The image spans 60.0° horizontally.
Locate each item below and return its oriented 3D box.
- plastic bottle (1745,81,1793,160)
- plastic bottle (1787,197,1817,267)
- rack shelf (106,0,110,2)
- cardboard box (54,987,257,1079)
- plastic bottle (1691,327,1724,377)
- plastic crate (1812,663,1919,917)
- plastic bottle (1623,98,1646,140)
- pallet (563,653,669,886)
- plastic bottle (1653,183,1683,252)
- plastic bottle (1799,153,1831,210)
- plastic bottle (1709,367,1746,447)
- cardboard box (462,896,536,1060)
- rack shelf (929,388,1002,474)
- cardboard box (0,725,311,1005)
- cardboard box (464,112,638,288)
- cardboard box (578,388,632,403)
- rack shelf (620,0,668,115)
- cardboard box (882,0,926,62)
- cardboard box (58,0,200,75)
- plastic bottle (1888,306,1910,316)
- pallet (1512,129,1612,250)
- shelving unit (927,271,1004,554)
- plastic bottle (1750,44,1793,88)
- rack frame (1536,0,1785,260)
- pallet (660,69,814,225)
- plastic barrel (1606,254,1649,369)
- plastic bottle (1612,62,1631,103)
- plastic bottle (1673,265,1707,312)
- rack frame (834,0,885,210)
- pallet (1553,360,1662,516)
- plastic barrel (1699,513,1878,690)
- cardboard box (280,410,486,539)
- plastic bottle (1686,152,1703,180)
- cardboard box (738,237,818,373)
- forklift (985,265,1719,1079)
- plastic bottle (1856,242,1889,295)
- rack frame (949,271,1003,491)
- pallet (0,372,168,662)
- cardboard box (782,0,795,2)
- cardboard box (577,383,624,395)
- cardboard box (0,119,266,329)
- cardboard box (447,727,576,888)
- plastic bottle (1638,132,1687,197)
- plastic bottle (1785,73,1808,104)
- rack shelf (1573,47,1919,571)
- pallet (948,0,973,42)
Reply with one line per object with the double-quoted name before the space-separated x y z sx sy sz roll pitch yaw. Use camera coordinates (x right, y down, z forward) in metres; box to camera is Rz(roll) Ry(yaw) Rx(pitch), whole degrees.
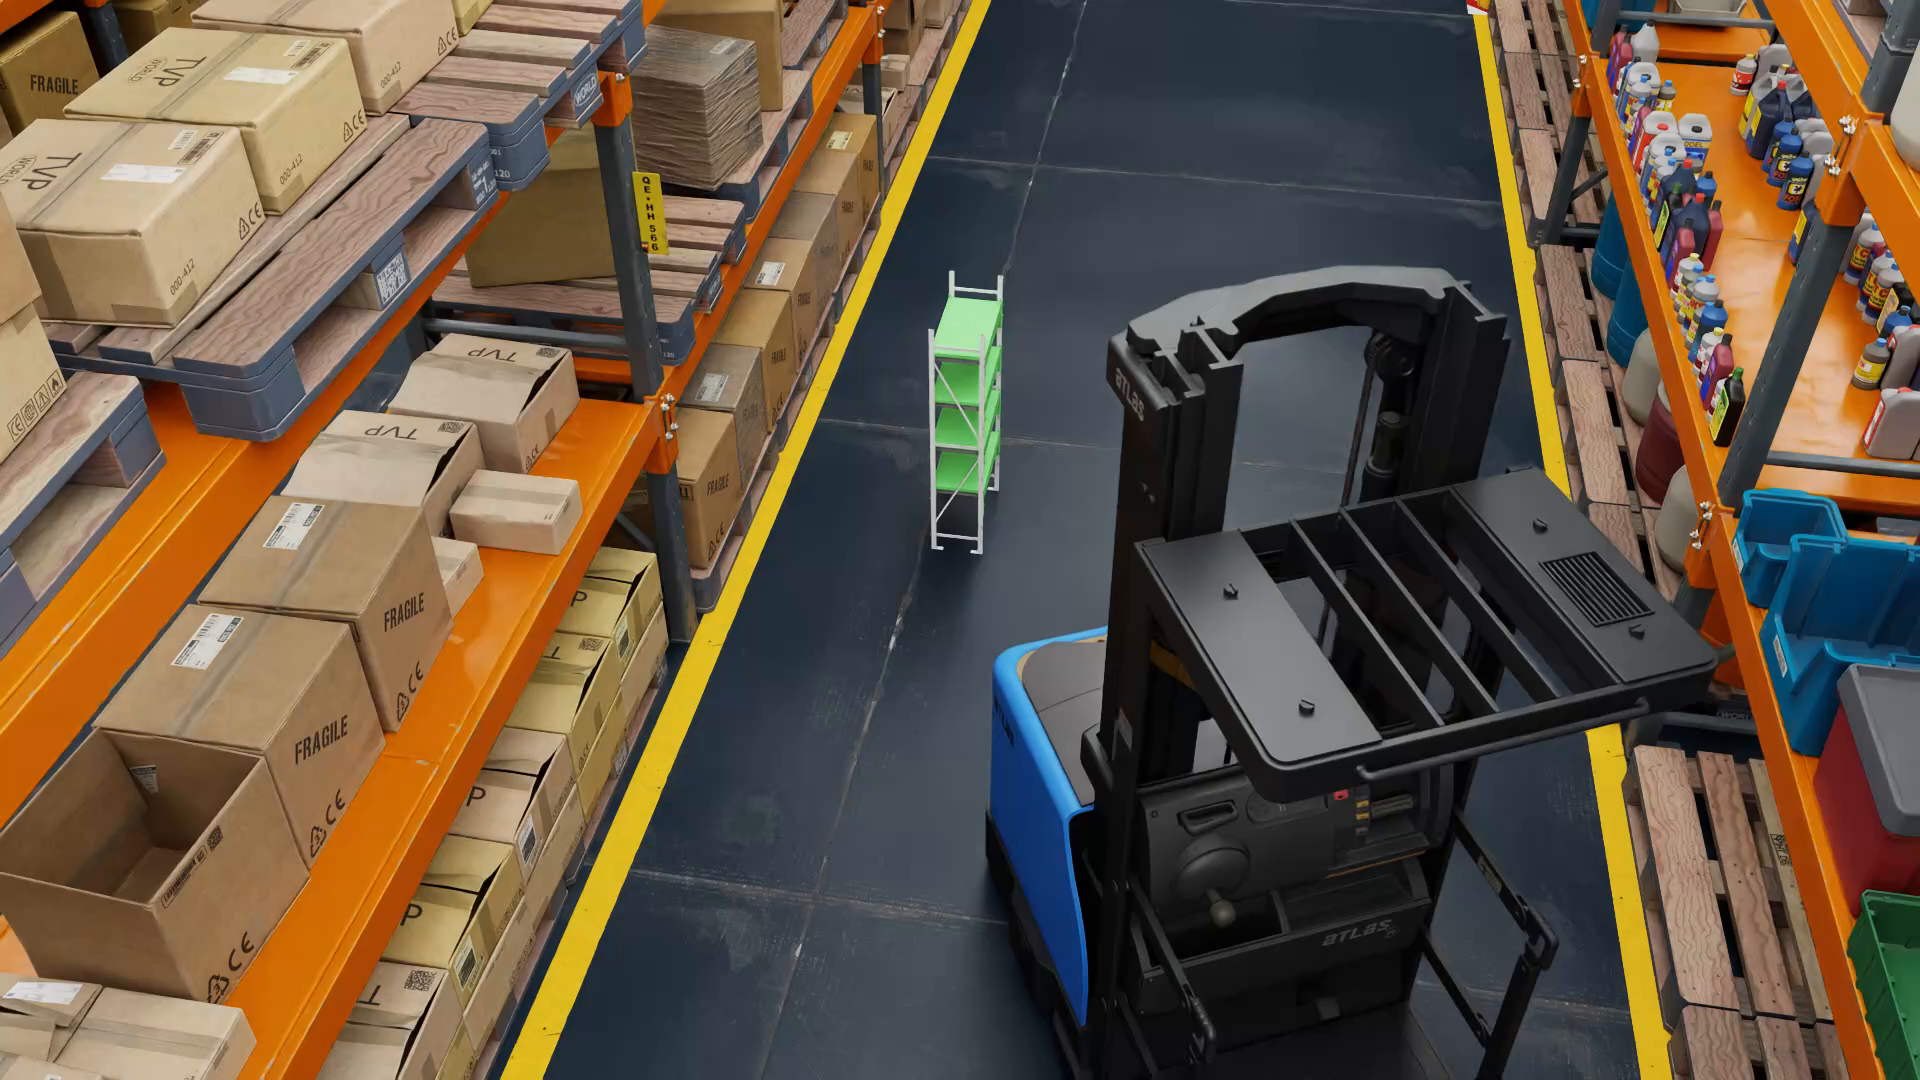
"plastic bottle" 3.896 -2.020 7.975 0.144 0.351 0.185 6 40 8
"plastic bottle" 3.706 -1.361 7.178 0.144 0.351 0.185 6 40 8
"rack shelf" -5.505 -4.822 11.890 1.077 0.370 4.000 6 40 8
"cardboard box" -2.001 1.283 4.138 0.380 0.149 0.250 6 40 8
"plastic bottle" 2.959 -0.742 6.546 0.097 0.201 0.097 0 40 0
"plastic crate" 2.633 0.714 4.579 0.402 0.464 0.583 6 40 8
"plastic bottle" 3.324 -2.066 8.148 0.097 0.201 0.097 0 40 0
"pallet" -1.845 0.797 6.717 1.003 0.211 1.213 6 40 8
"plastic bottle" 3.117 -1.415 7.295 0.061 0.283 0.133 6 40 8
"plastic bottle" 3.943 -1.645 7.580 0.152 0.276 0.135 6 40 8
"plastic bottle" 2.864 -0.498 6.186 0.061 0.283 0.133 6 40 8
"cardboard box" -1.776 1.427 5.595 0.500 0.250 0.500 7 40 9
"rack shelf" 0.029 -0.517 7.631 0.258 0.148 0.480 6 40 8
"cardboard box" -2.116 0.871 4.361 0.500 0.500 0.500 9 40 11
"cardboard box" -1.666 -1.398 6.776 0.700 0.500 0.500 -6 40 -7
"cardboard box" -1.733 -0.609 7.846 0.500 0.500 0.500 8 40 9
"rack shelf" -1.318 -2.924 7.240 1.077 0.370 4.000 6 40 8
"cardboard box" -0.652 -3.688 11.567 0.797 0.503 0.637 6 40 8
"cardboard box" -5.621 -3.501 11.359 0.700 0.500 0.500 7 40 8
"plastic bottle" 3.758 -0.845 6.671 0.097 0.201 0.097 0 40 0
"pallet" 3.995 -2.143 10.273 1.003 0.211 1.213 6 40 8
"shelving unit" 0.029 -0.566 7.590 0.258 1.200 0.503 6 40 8
"plastic bottle" 4.157 -2.421 8.519 0.152 0.276 0.135 6 40 8
"rack frame" 3.906 -2.752 8.821 1.000 3.000 0.127 6 40 8
"pallet" -1.332 -1.937 7.986 1.003 0.211 1.213 6 40 8
"plastic barrel" 3.673 -1.321 8.408 0.600 0.901 0.708 6 40 8
"plastic bottle" 3.398 -2.334 8.472 0.097 0.201 0.097 0 40 0
"plastic bottle" 3.043 -1.048 6.916 0.097 0.201 0.097 0 40 0
"rack frame" -0.972 -3.300 9.485 1.000 3.000 0.127 6 40 8
"pallet" 3.523 -0.430 8.201 1.003 0.211 1.213 6 40 8
"plastic barrel" 3.282 0.124 6.716 0.600 0.830 0.708 6 40 8
"cardboard box" -2.009 -0.216 5.824 0.500 0.311 0.500 6 40 7
"plastic bottle" 3.377 -1.698 7.703 0.097 0.201 0.097 0 40 0
"cardboard box" -1.041 -1.222 8.587 0.500 0.500 0.500 5 40 6
"forklift" 1.017 0.881 4.480 1.130 2.935 3.031 -11 41 -13
"plastic bottle" 3.852 -1.153 6.979 0.061 0.283 0.133 6 40 8
"rack frame" 0.071 -0.719 7.775 0.240 1.200 0.015 6 40 8
"pallet" -2.216 0.083 3.189 0.805 0.209 1.217 5 40 6
"cardboard box" -1.274 -3.228 8.989 0.700 0.500 0.500 -6 40 -7
"cardboard box" -1.727 -0.934 7.650 0.500 0.250 0.500 8 40 9
"cardboard box" -1.965 -0.733 3.814 0.500 0.250 0.500 3 40 4
"cardboard box" -1.685 0.891 5.804 0.500 0.311 0.500 6 40 7
"plastic bottle" 3.251 -1.729 7.681 0.152 0.276 0.135 6 40 8
"plastic bottle" 4.070 -2.120 8.096 0.144 0.351 0.185 6 40 8
"rack shelf" 3.560 -1.220 7.532 1.077 0.370 4.000 6 40 8
"pallet" -0.430 -4.188 12.747 1.003 0.211 1.213 6 40 8
